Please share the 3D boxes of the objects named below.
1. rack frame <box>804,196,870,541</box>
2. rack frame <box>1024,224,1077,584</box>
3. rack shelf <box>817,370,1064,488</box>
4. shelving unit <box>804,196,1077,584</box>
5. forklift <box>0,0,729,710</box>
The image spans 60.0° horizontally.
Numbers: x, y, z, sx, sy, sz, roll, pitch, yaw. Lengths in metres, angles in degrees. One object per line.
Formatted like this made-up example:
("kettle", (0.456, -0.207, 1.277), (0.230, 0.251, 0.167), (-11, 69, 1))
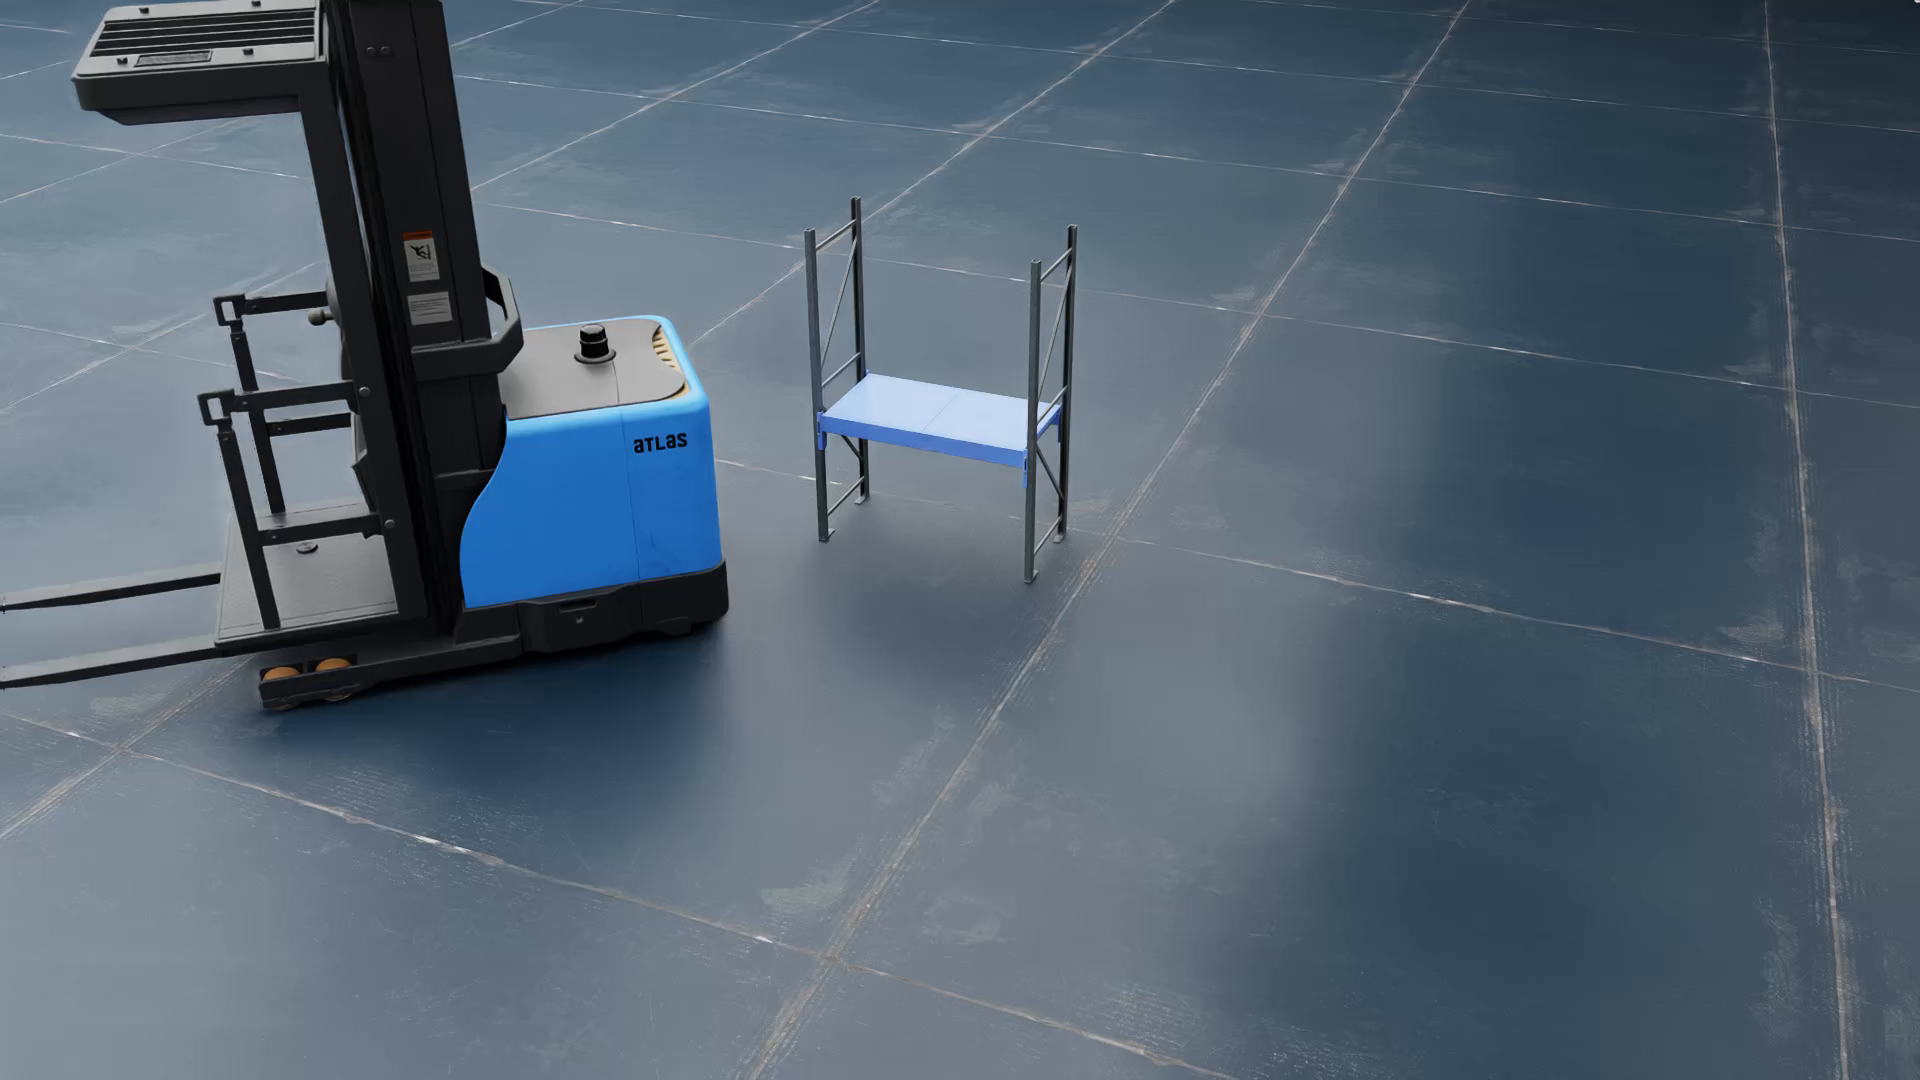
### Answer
("rack frame", (-0.550, -0.763, 7.575), (0.032, 1.500, 0.500), (11, 31, 19))
("rack frame", (0.392, -0.575, 7.242), (0.032, 1.500, 0.500), (11, 31, 19))
("rack shelf", (-0.079, -0.512, 7.497), (1.000, 0.185, 0.538), (11, 31, 19))
("shelving unit", (-0.079, -0.669, 7.409), (1.048, 1.500, 0.538), (11, 31, 19))
("forklift", (-2.560, -0.898, 6.361), (3.031, 2.935, 1.130), (-9, 31, -16))
